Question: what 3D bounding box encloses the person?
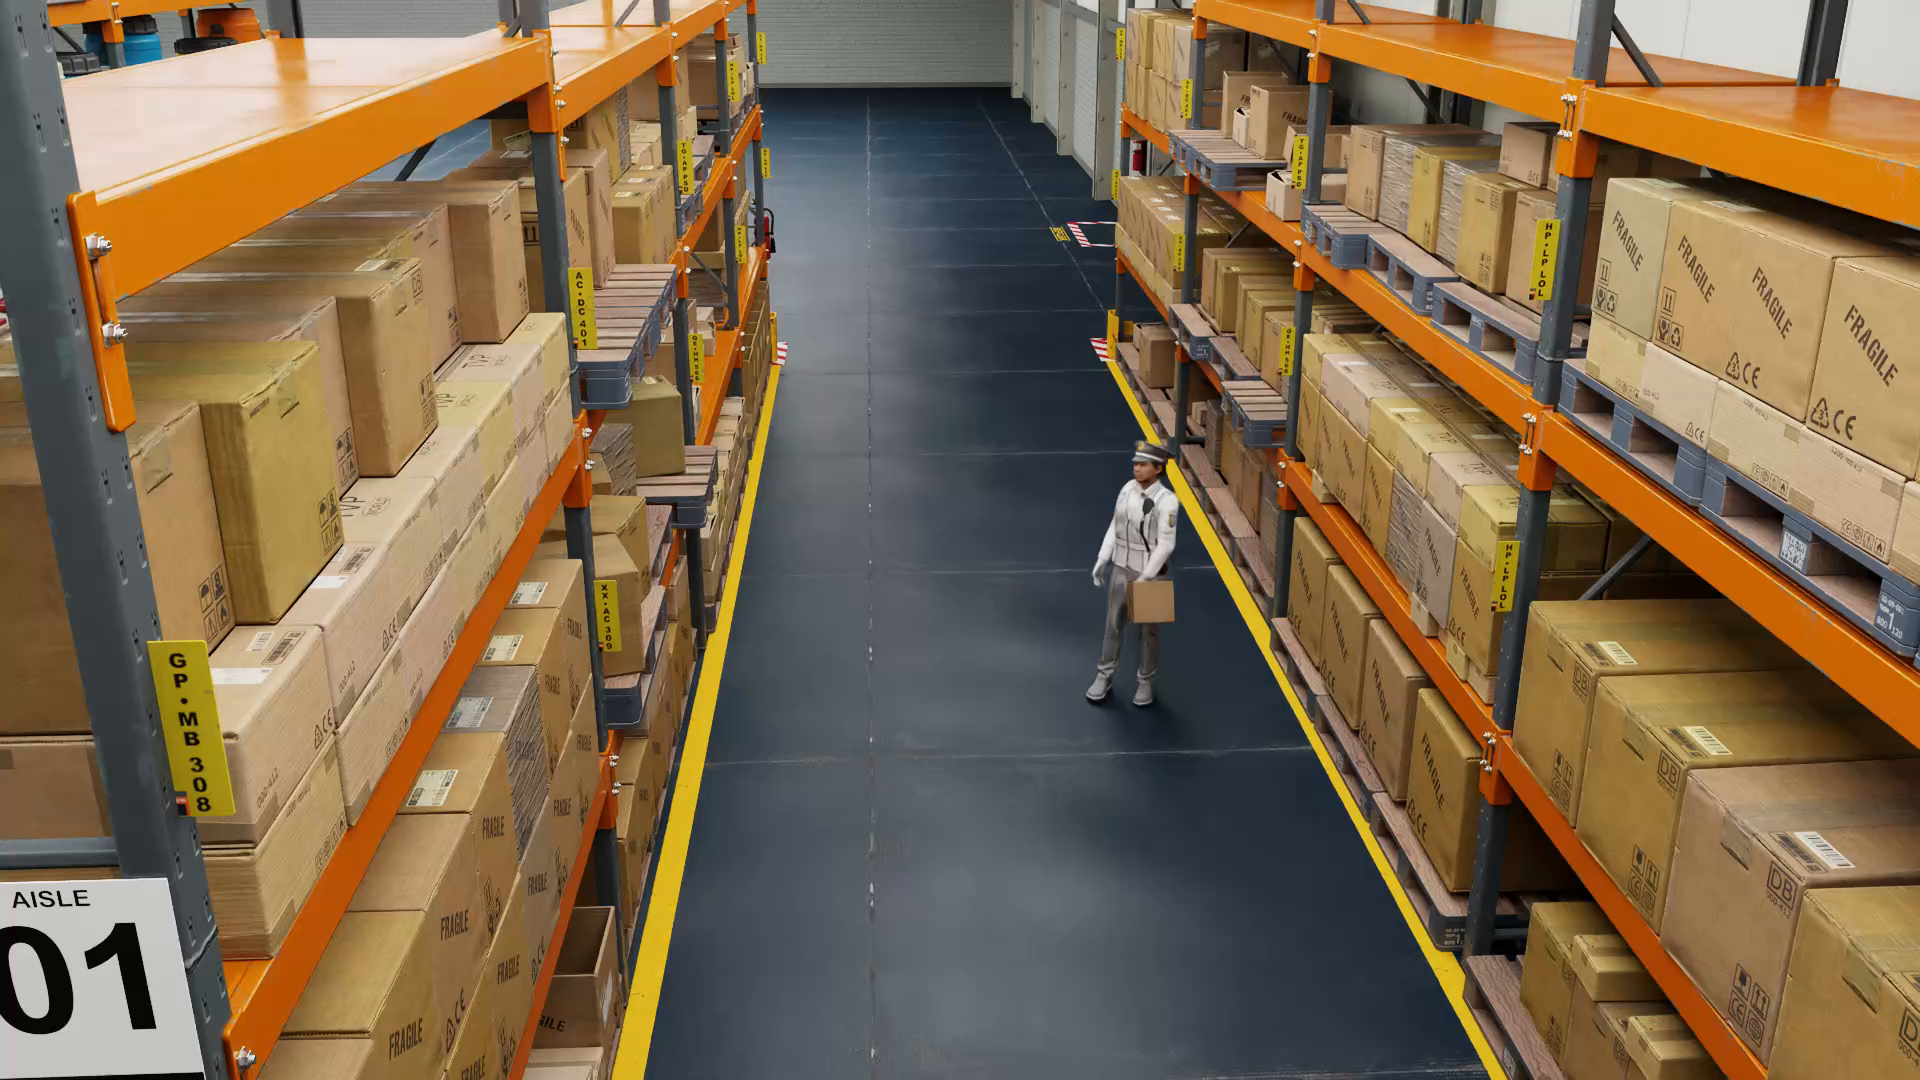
[{"bbox_3d":[1.113,0.209,10.437,0.494,1.699,0.530,18,27,40],"label":"person"}]
